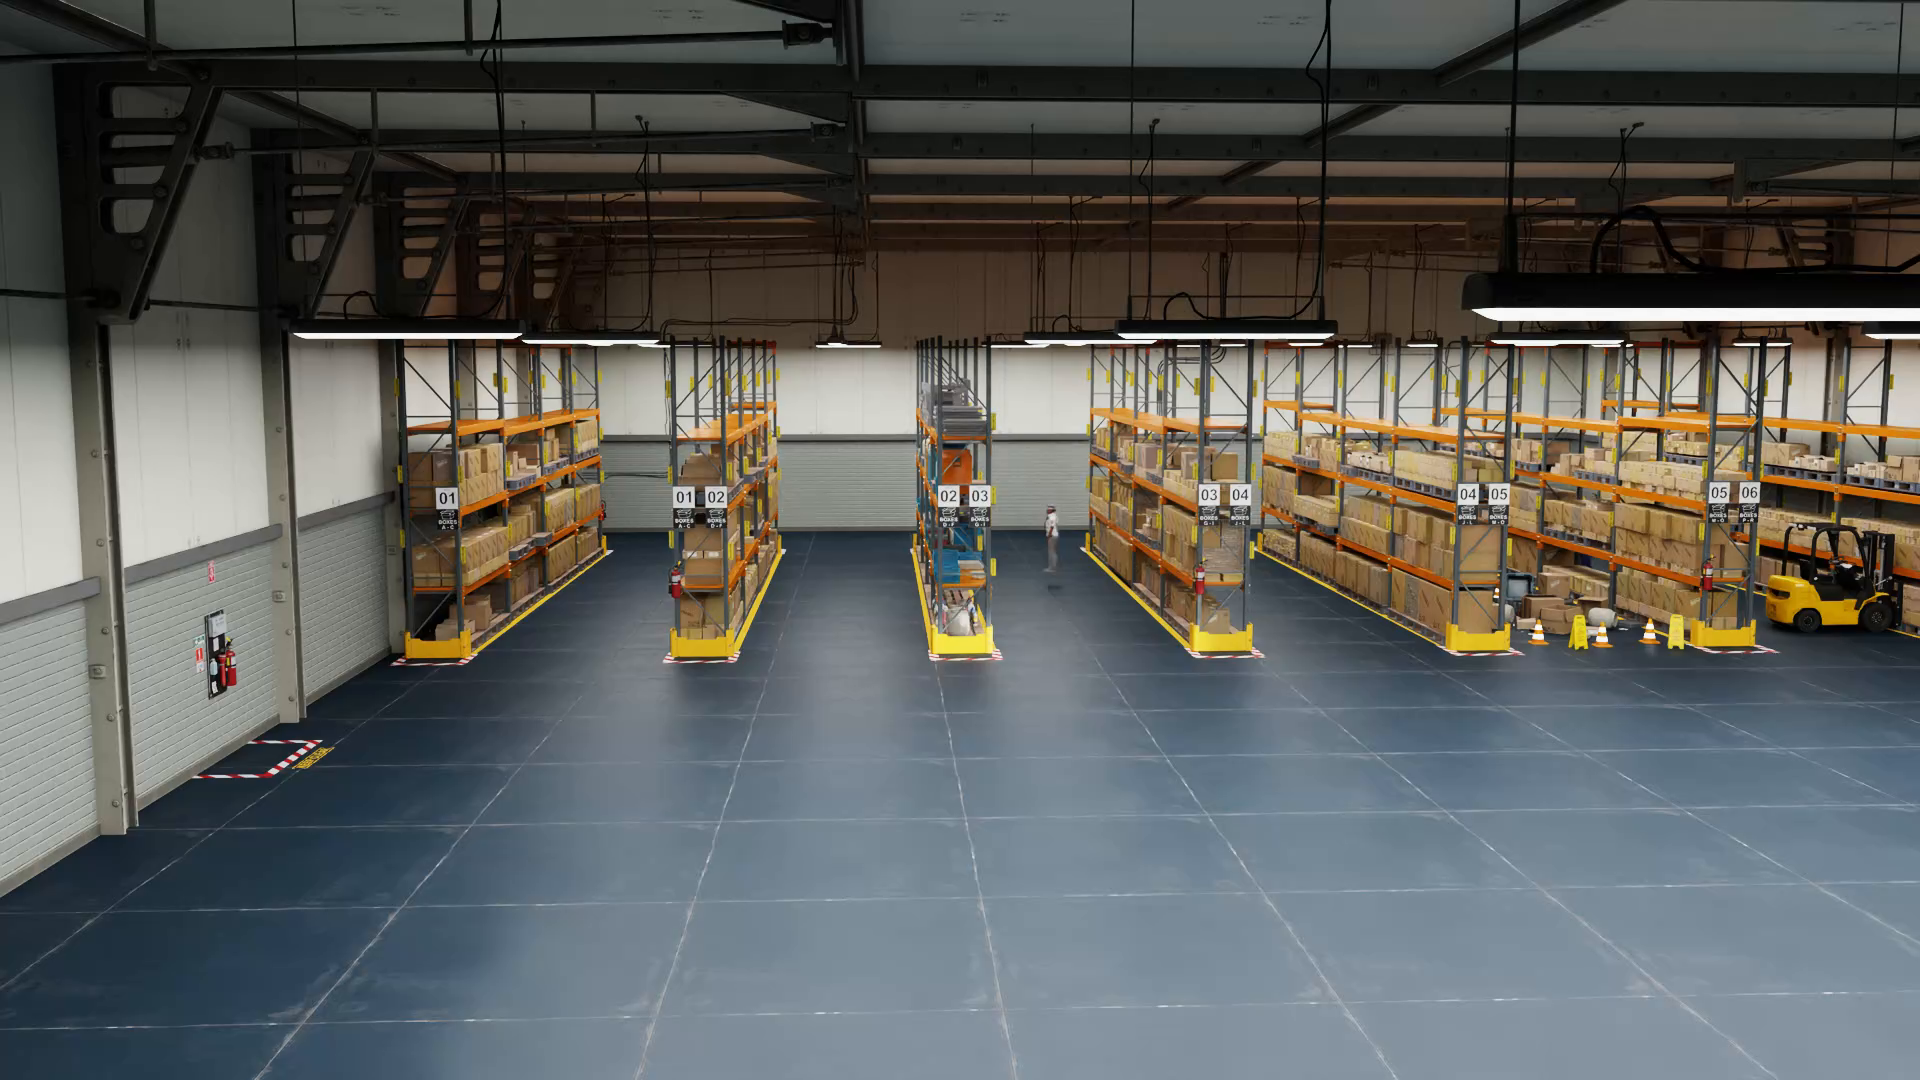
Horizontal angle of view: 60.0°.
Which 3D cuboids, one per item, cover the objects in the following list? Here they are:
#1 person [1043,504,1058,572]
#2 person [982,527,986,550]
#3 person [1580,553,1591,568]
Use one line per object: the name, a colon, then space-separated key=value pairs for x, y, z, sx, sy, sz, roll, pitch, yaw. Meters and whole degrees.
person: x=2.227 y=-0.042 z=40.868 sx=0.374 sy=1.672 sz=0.457 roll=0 pitch=6 yaw=3
person: x=0.640 y=-0.542 z=47.924 sx=0.531 sy=1.629 sz=0.959 roll=-1 pitch=7 yaw=-10
person: x=16.205 y=0.017 z=43.144 sx=0.423 sy=1.655 sz=0.502 roll=3 pitch=7 yaw=21
